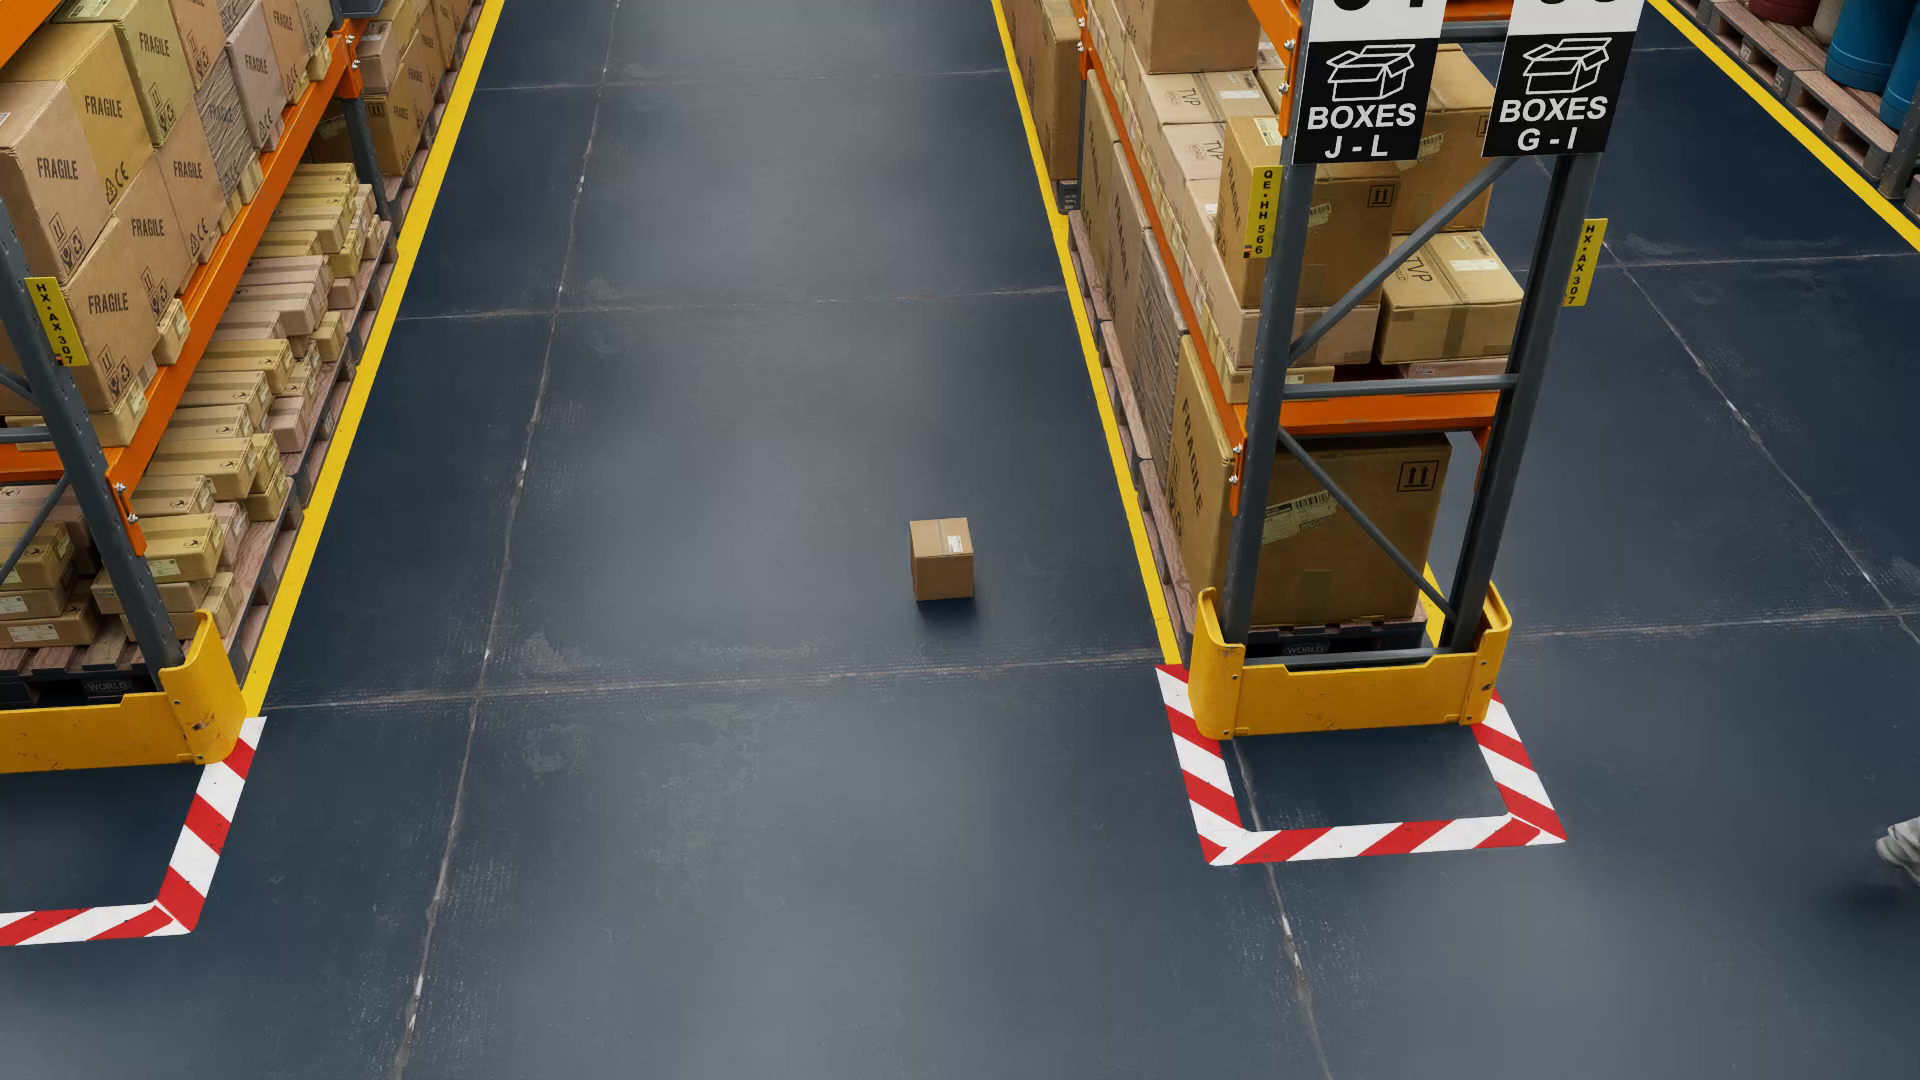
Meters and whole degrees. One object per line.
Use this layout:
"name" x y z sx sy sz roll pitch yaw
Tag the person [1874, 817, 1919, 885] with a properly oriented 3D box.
"person" 3.673 0.513 5.496 0.932 1.737 0.569 -3 39 -4
